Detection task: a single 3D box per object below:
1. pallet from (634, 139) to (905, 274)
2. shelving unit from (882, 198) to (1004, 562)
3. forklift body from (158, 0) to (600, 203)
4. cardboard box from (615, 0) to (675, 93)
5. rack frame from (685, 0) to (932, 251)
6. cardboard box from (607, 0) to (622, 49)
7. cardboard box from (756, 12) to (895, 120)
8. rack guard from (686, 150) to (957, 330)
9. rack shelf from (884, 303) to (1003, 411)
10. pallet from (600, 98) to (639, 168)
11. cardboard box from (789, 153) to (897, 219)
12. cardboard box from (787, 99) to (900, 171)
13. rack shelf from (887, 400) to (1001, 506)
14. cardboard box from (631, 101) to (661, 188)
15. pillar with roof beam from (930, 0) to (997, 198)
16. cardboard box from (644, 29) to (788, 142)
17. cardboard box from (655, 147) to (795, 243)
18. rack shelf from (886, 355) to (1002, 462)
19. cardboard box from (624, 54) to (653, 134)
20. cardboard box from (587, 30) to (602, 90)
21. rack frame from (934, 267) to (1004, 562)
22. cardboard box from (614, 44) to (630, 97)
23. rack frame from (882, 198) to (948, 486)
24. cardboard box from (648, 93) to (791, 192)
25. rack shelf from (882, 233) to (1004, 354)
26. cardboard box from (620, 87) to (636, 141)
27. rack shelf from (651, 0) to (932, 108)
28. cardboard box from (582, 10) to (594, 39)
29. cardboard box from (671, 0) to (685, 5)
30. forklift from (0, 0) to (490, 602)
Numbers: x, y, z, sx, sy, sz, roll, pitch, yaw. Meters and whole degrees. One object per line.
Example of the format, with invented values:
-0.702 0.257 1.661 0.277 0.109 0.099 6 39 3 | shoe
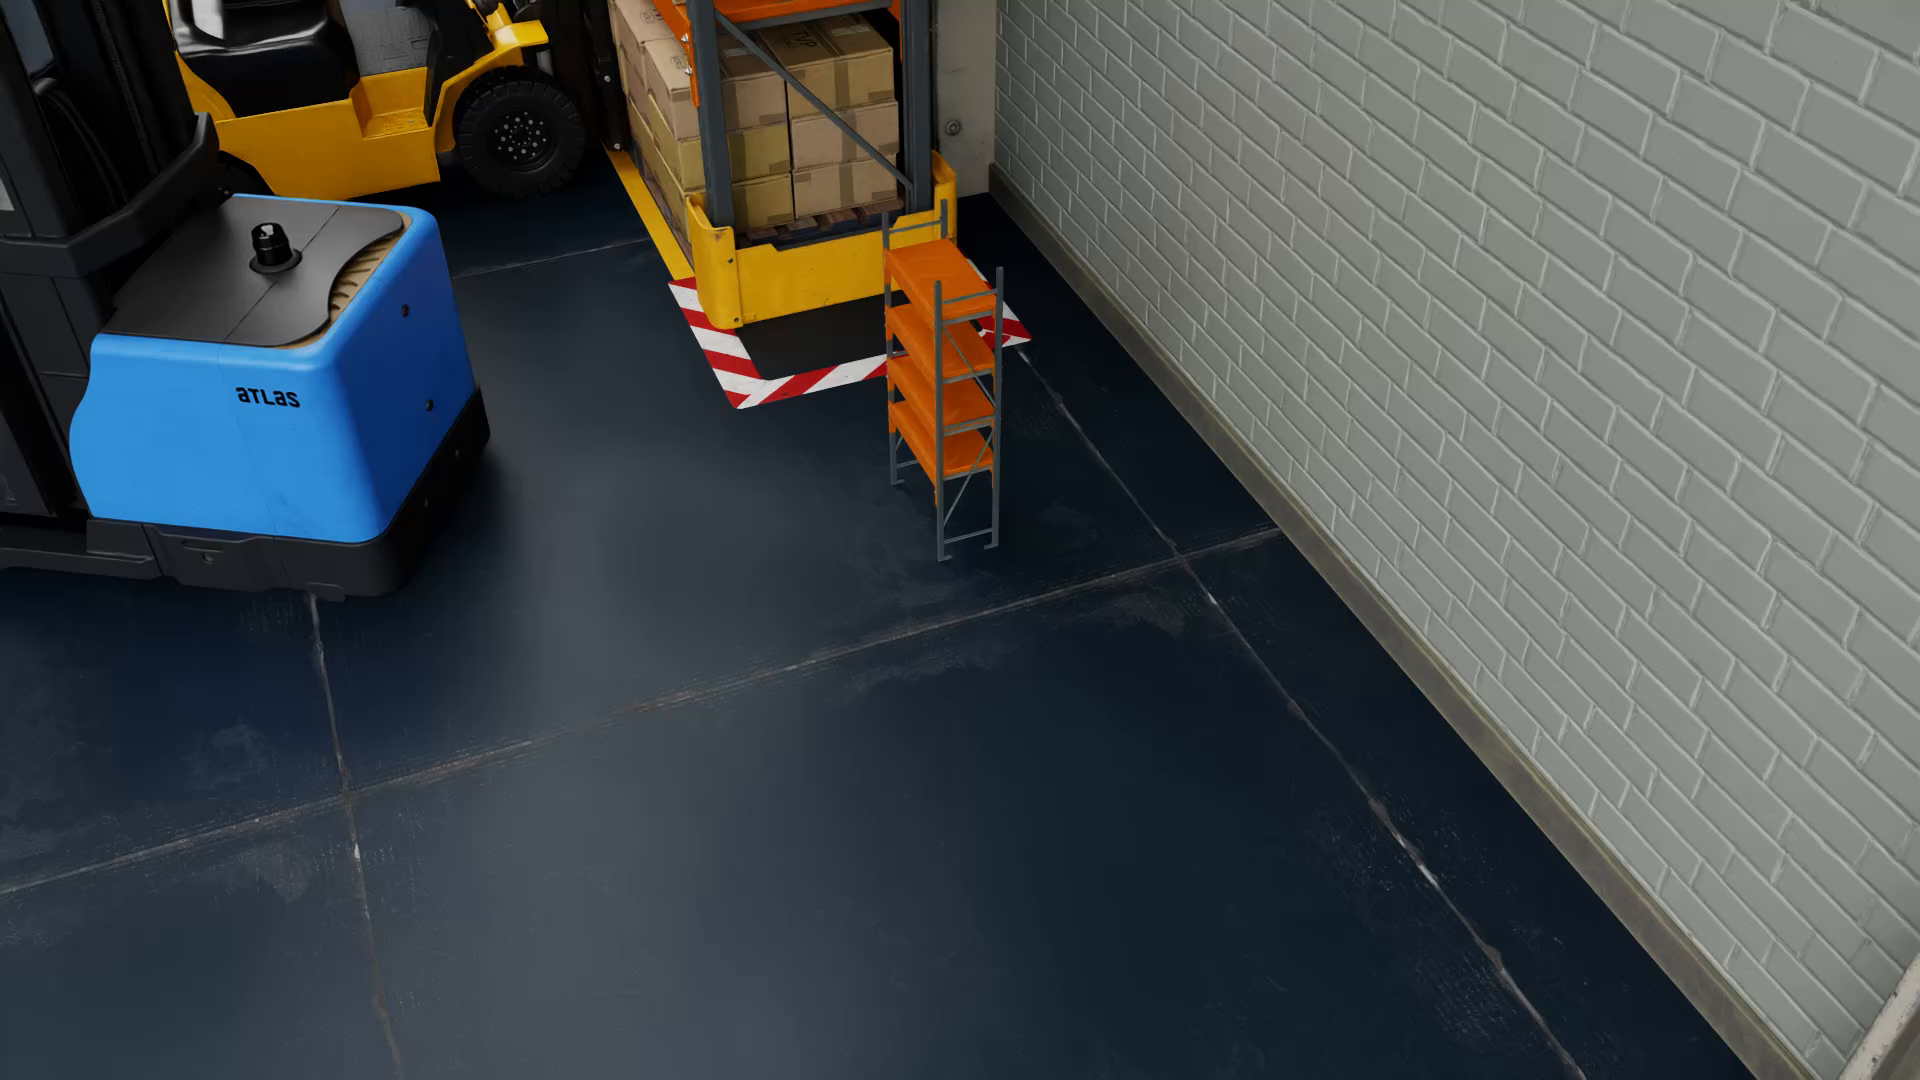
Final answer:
-0.940 -1.708 8.075 1.003 0.211 1.213 -15 43 -17 | pallet
-0.063 -0.555 5.975 0.258 1.200 0.503 -15 43 -17 | shelving unit
-3.020 -2.681 7.718 2.313 2.155 1.214 -15 43 -17 | forklift body
-1.274 -2.317 7.664 0.500 0.250 0.500 -14 43 -16 | cardboard box
-0.609 -2.315 6.642 1.000 3.000 0.127 -15 43 -17 | rack frame
-1.476 -2.618 8.014 0.500 0.250 0.500 -15 43 -16 | cardboard box
-0.618 -2.148 7.467 0.500 0.250 0.500 -16 43 -18 | cardboard box
-0.600 -1.353 7.440 1.175 0.500 0.348 -15 43 -17 | rack guard
-0.063 -0.673 5.873 0.258 0.148 0.480 -15 43 -17 | rack shelf
-1.403 -2.442 8.928 1.003 0.211 1.213 -15 43 -17 | pallet
-0.616 -1.777 7.802 0.500 0.250 0.500 -15 43 -17 | cardboard box
-0.597 -1.957 7.628 0.500 0.250 0.500 -14 43 -16 | cardboard box
-0.063 -0.353 6.148 0.258 0.148 0.480 -15 43 -17 | rack shelf
-1.262 -1.938 7.990 0.500 0.250 0.500 -15 43 -17 | cardboard box
-4.020 -4.160 4.186 9.100 9.000 0.400 -15 43 -17 | pillar with roof beam
-1.073 -2.011 7.308 0.500 0.250 0.500 -14 43 -15 | cardboard box
-1.081 -1.636 7.639 0.500 0.250 0.500 -15 43 -17 | cardboard box
-0.063 -0.504 6.019 0.258 0.148 0.480 -15 43 -17 | rack shelf
-1.266 -2.142 7.843 0.500 0.250 0.500 -16 43 -17 | cardboard box
-1.665 -2.549 8.701 0.500 0.250 0.500 -14 43 -16 | cardboard box
0.030 -0.408 5.804 0.240 1.200 0.015 -15 43 -17 | rack frame
-1.483 -2.447 8.199 0.500 0.250 0.500 -16 43 -18 | cardboard box
-0.157 -0.702 6.146 0.240 1.200 0.015 -15 43 -17 | rack frame
-1.084 -1.837 7.489 0.500 0.250 0.500 -16 43 -17 | cardboard box
-0.063 -0.853 5.719 0.258 0.148 0.480 -15 43 -17 | rack shelf
-1.445 -2.242 8.343 0.500 0.250 0.500 -15 43 -16 | cardboard box
-1.374 -3.247 8.277 1.077 0.370 4.000 -15 43 -17 | rack shelf
-1.671 -2.750 8.550 0.500 0.250 0.500 -15 43 -17 | cardboard box
-1.040 -2.584 6.878 0.500 0.500 0.500 -16 43 -18 | cardboard box
-3.430 -1.330 5.549 3.031 2.935 1.130 6 41 6 | forklift
